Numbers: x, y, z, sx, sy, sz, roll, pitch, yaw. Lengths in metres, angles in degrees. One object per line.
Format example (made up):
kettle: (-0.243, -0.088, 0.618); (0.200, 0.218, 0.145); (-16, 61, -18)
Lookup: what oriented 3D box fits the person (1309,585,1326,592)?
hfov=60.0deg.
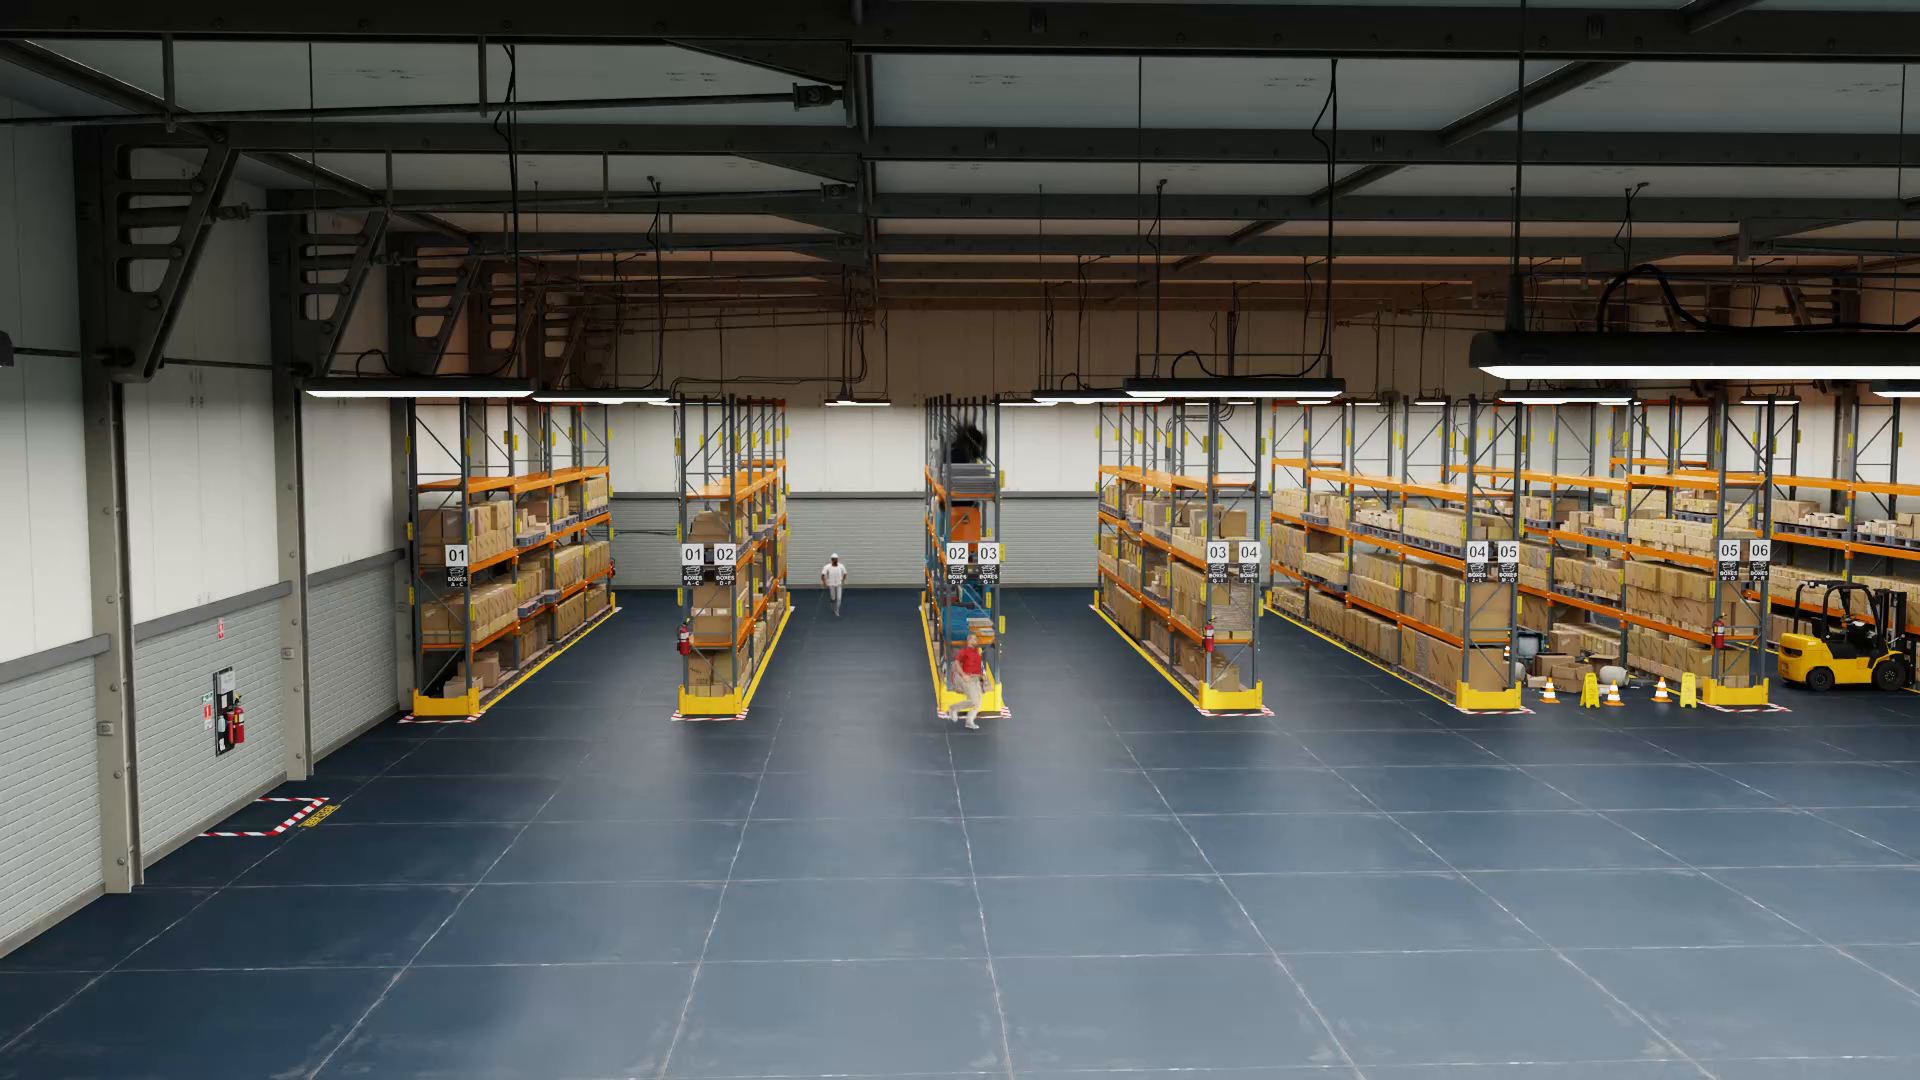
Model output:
person: (10.566, 1.015, 49.088); (0.770, 1.762, 0.550); (0, 5, -1)

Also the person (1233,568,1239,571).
person: (8.167, 1.016, 48.511); (0.878, 1.802, 0.679); (-1, 5, -16)

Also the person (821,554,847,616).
person: (-3.468, 1.244, 45.994); (0.703, 1.721, 0.601); (-1, 5, -13)

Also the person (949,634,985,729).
person: (0.194, 2.531, 29.979); (0.611, 1.653, 0.701); (3, 5, 31)
